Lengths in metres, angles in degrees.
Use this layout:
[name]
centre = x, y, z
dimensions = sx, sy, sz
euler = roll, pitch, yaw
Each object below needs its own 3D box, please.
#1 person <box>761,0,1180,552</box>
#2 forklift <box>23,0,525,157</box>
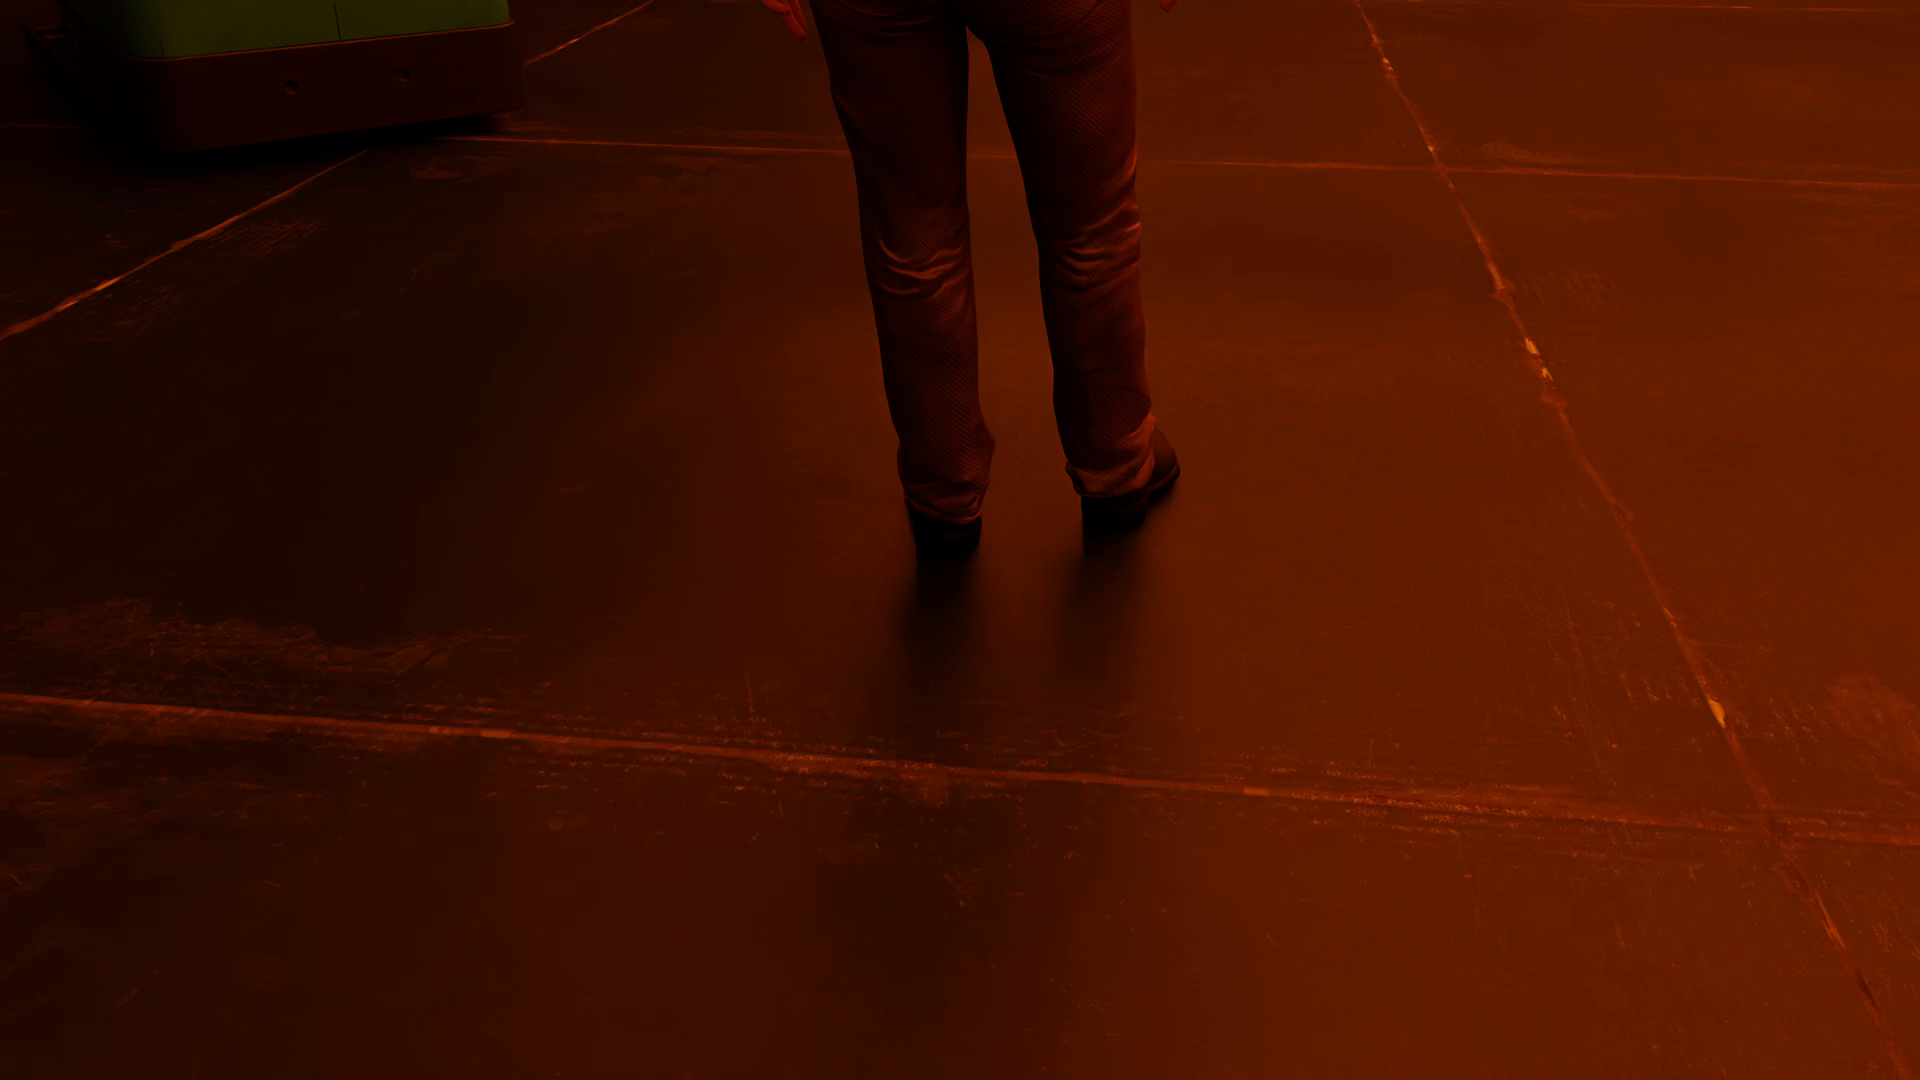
[person]
centre = 0.016, -0.804, 2.166
dimensions = 0.632, 1.720, 0.568
euler = 3, 27, 7
[forklift]
centre = -2.534, -2.938, 5.106
dimensions = 1.130, 2.935, 3.031
euler = -17, 31, -31
